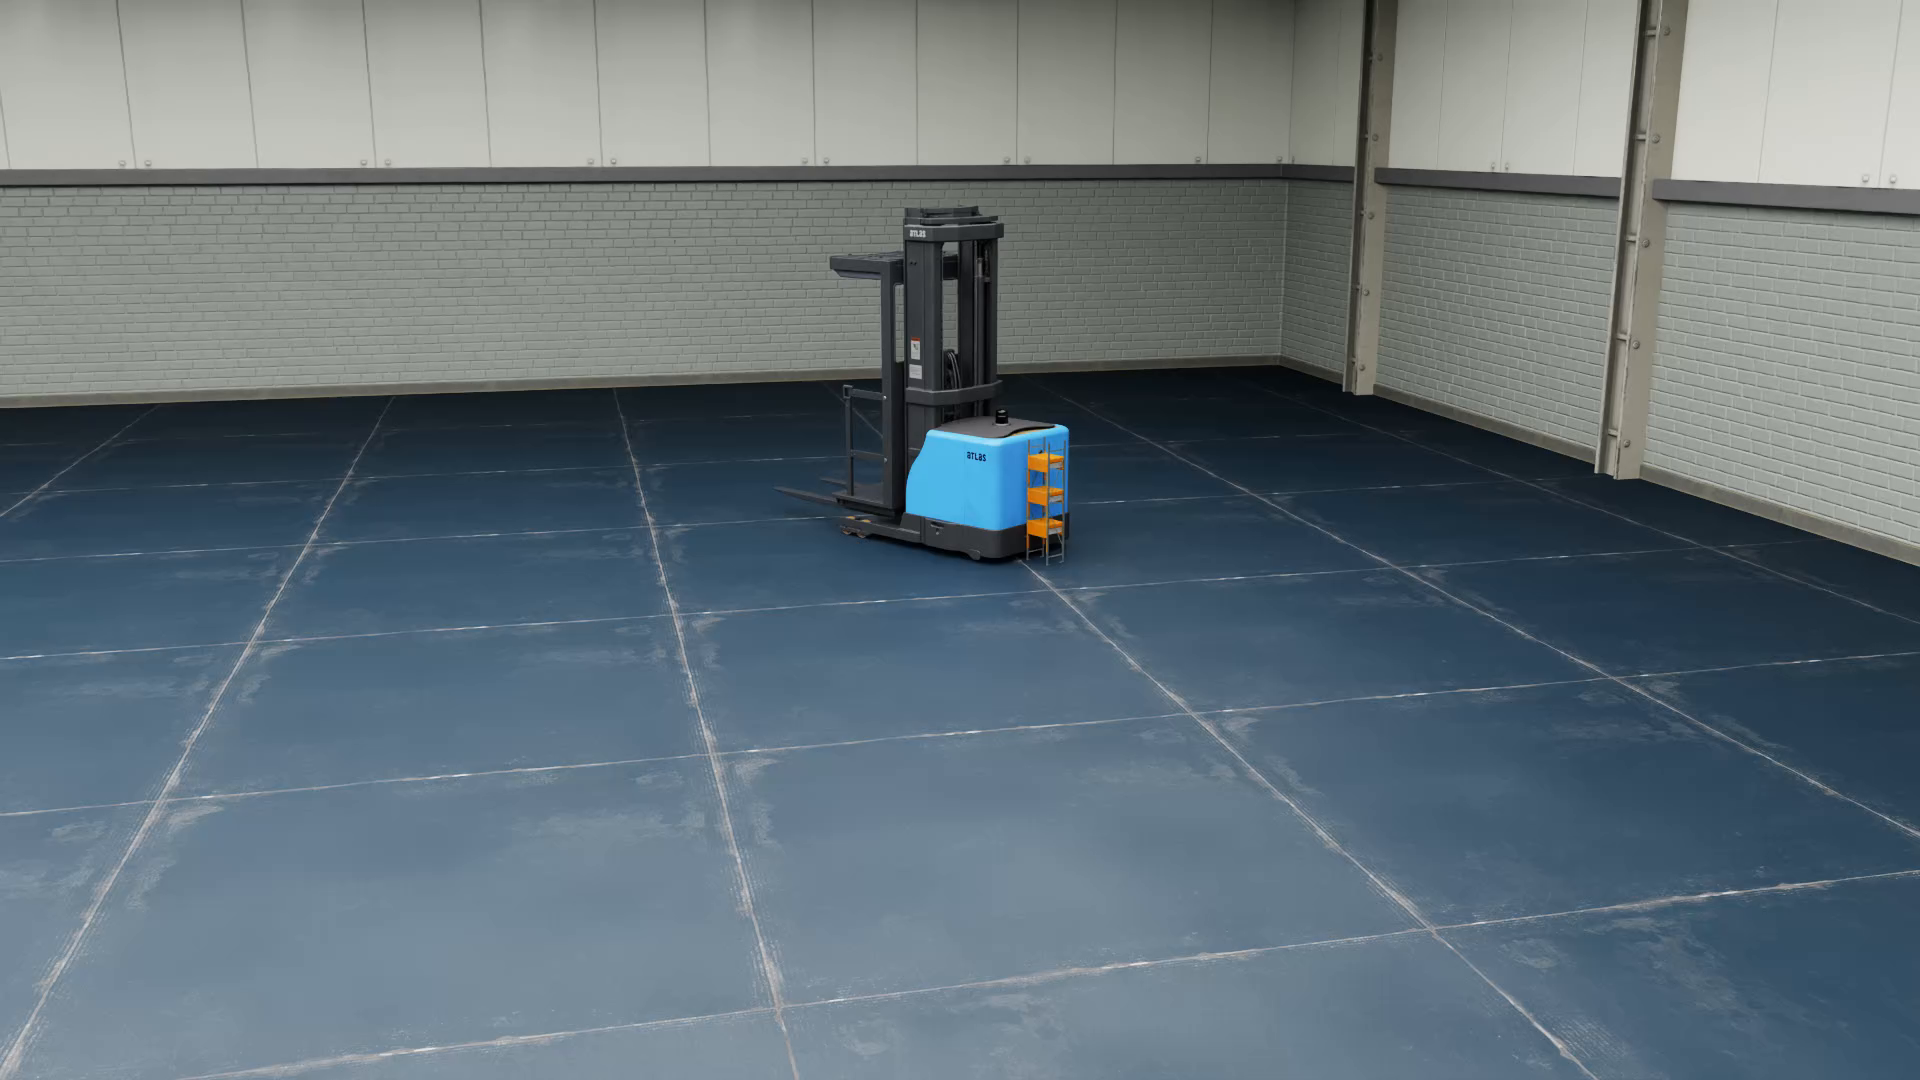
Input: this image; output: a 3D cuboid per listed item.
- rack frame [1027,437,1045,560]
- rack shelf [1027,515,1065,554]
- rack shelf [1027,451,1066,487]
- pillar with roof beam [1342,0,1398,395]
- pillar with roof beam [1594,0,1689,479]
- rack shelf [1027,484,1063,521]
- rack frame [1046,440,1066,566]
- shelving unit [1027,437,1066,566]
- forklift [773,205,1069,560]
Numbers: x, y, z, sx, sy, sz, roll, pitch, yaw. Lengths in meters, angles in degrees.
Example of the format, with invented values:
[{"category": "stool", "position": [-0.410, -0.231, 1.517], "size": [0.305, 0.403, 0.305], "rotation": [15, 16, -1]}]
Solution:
[{"category": "rack frame", "position": [0.647, -0.351, 14.151], "size": [0.200, 1.050, 0.008], "rotation": [-12, 18, -40]}, {"category": "rack shelf", "position": [0.727, -0.049, 14.130], "size": [0.215, 0.259, 0.240], "rotation": [-12, 18, -40]}, {"category": "rack shelf", "position": [0.727, -0.594, 13.997], "size": [0.215, 0.259, 0.240], "rotation": [-12, 18, -40]}, {"category": "pillar with roof beam", "position": [1.432, -6.208, 21.377], "size": [9.100, 9.000, 0.400], "rotation": [-3, 14, -13]}, {"category": "pillar with roof beam", "position": [2.841, -4.824, 15.711], "size": [9.100, 9.000, 0.400], "rotation": [-3, 14, -13]}, {"category": "rack shelf", "position": [0.727, -0.319, 14.064], "size": [0.215, 0.259, 0.240], "rotation": [-12, 18, -40]}, {"category": "rack frame", "position": [0.807, -0.307, 13.973], "size": [0.200, 1.050, 0.008], "rotation": [-12, 18, -40]}, {"category": "shelving unit", "position": [0.727, -0.329, 14.062], "size": [0.215, 1.050, 0.252], "rotation": [-12, 18, -40]}, {"category": "forklift", "position": [-0.466, -1.524, 14.991], "size": [3.031, 2.935, 1.130], "rotation": [12, 18, 41]}]
